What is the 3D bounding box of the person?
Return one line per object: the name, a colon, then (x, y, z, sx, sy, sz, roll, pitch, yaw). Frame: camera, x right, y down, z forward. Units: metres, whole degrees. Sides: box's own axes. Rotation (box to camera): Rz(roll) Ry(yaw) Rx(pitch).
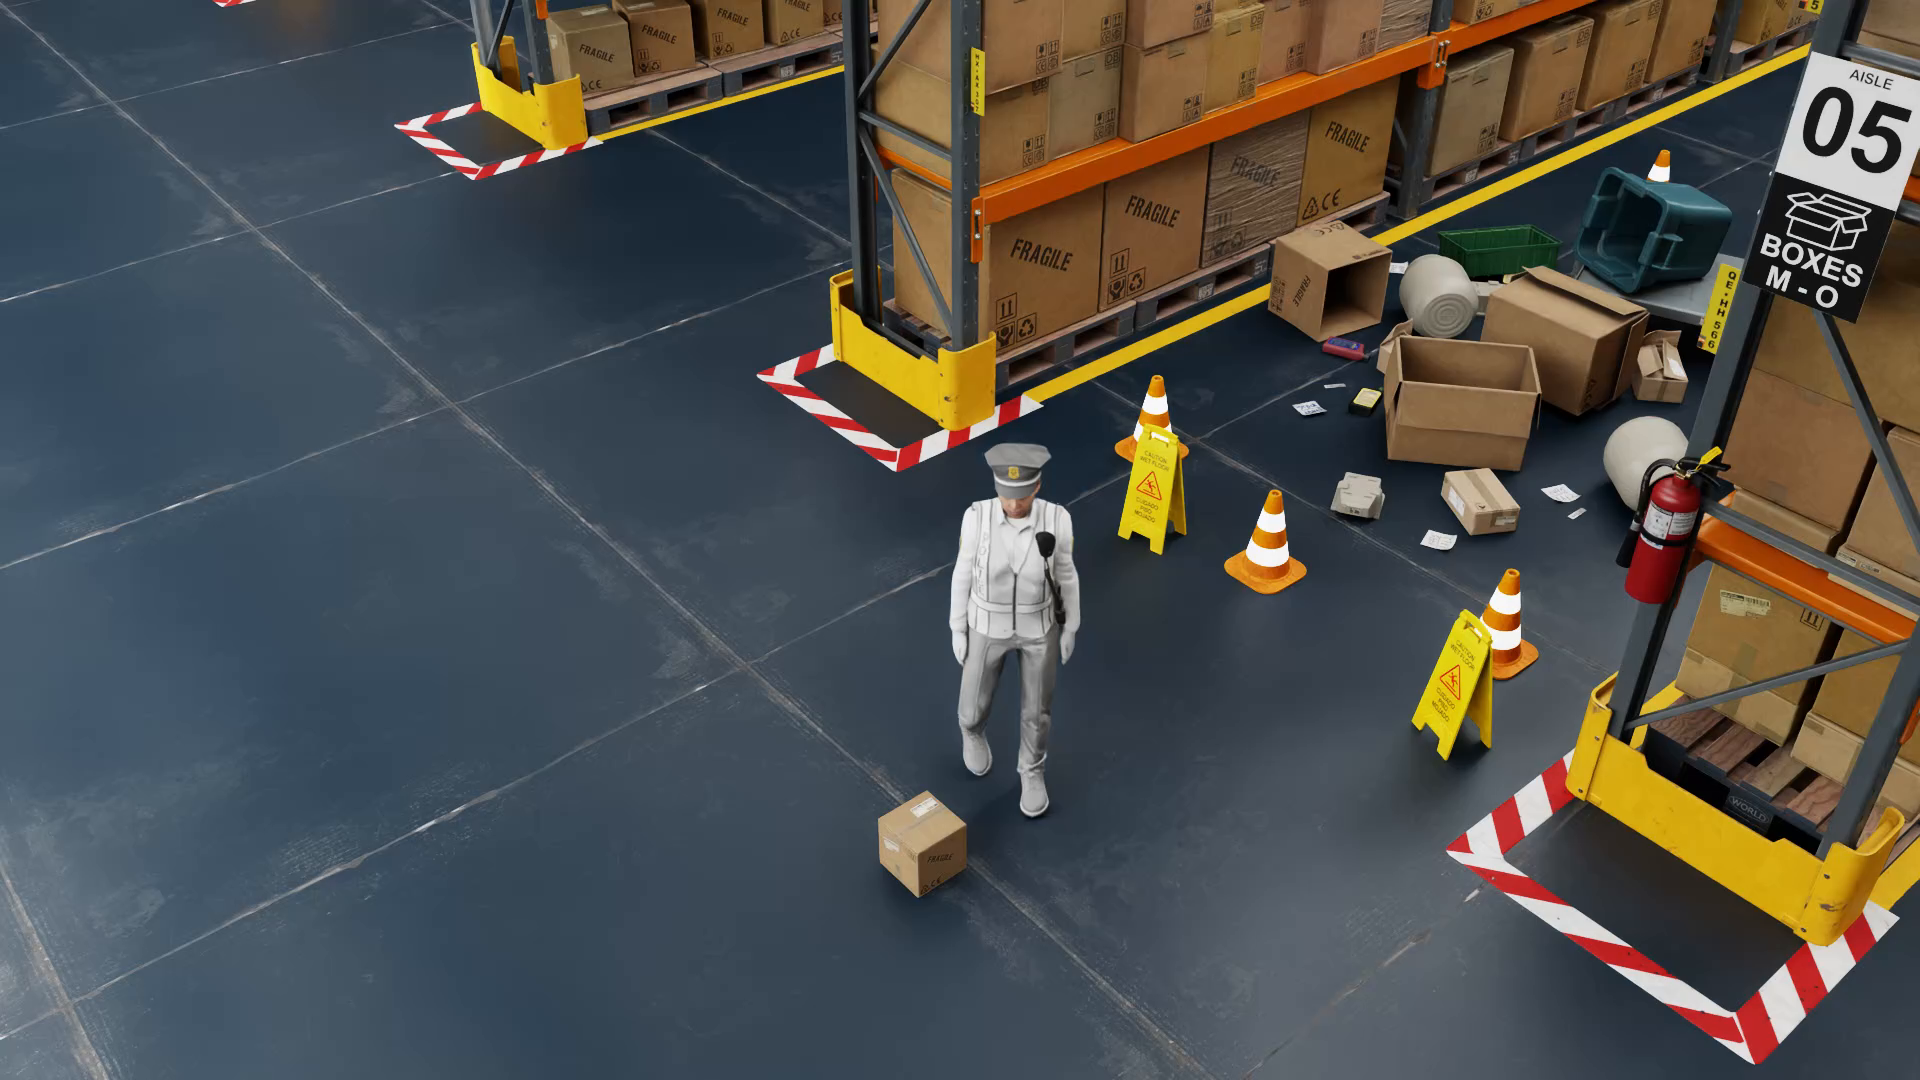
person: (0.218, 0.339, 6.587, 0.516, 1.672, 0.485, 0, 36, 0)
